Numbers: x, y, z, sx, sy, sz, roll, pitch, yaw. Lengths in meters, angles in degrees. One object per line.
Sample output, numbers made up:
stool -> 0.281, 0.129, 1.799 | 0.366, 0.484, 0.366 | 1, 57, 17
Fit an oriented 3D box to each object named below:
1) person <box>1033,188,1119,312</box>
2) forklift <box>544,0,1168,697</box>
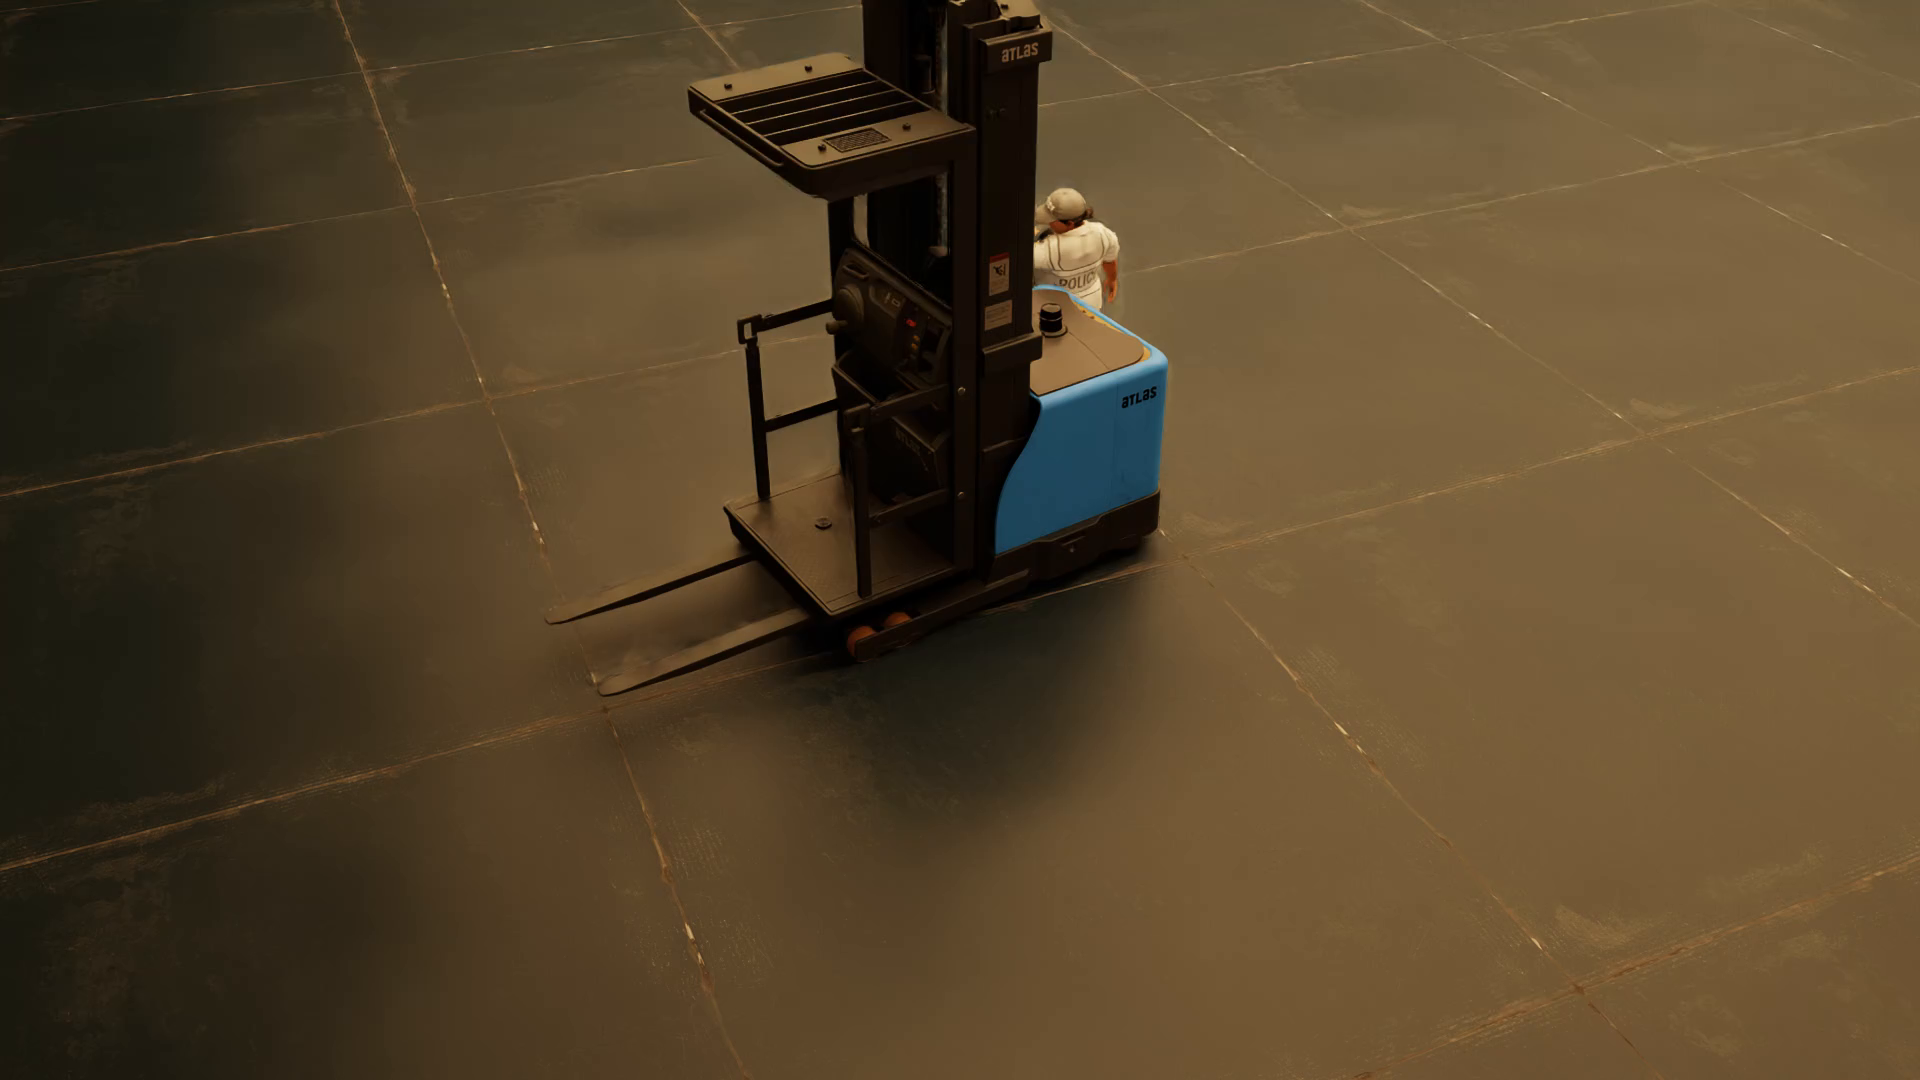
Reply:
person -> 0.597, -1.292, 9.122 | 0.748, 1.519, 0.818 | -30, 45, -35
forklift -> -0.489, -0.972, 7.465 | 3.031, 2.935, 1.130 | -21, 40, -27
